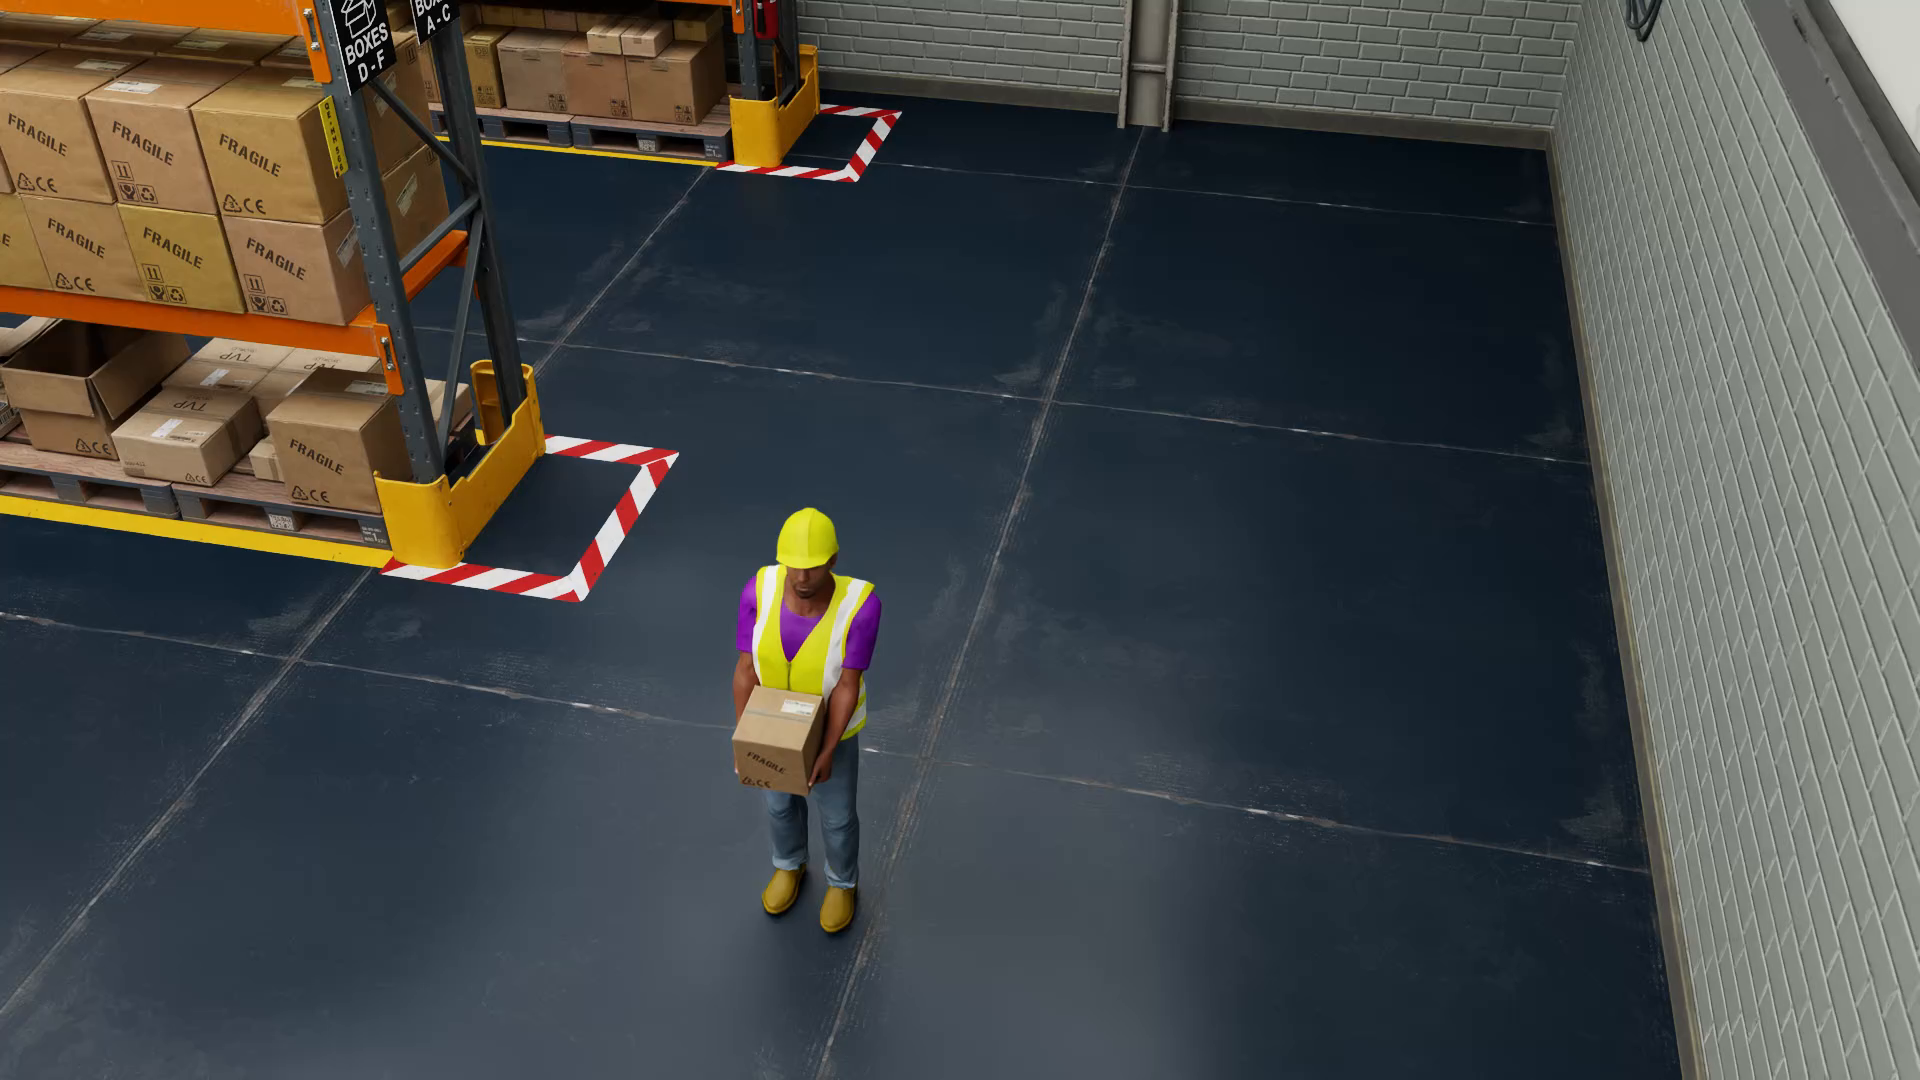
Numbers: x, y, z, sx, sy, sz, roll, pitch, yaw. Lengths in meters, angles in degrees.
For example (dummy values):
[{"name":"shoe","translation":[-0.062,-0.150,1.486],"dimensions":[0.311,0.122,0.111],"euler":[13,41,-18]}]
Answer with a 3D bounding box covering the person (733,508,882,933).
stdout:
[{"name":"person","translation":[-0.560,0.713,5.981],"dimensions":[0.504,1.760,0.583],"euler":[8,37,11]}]
